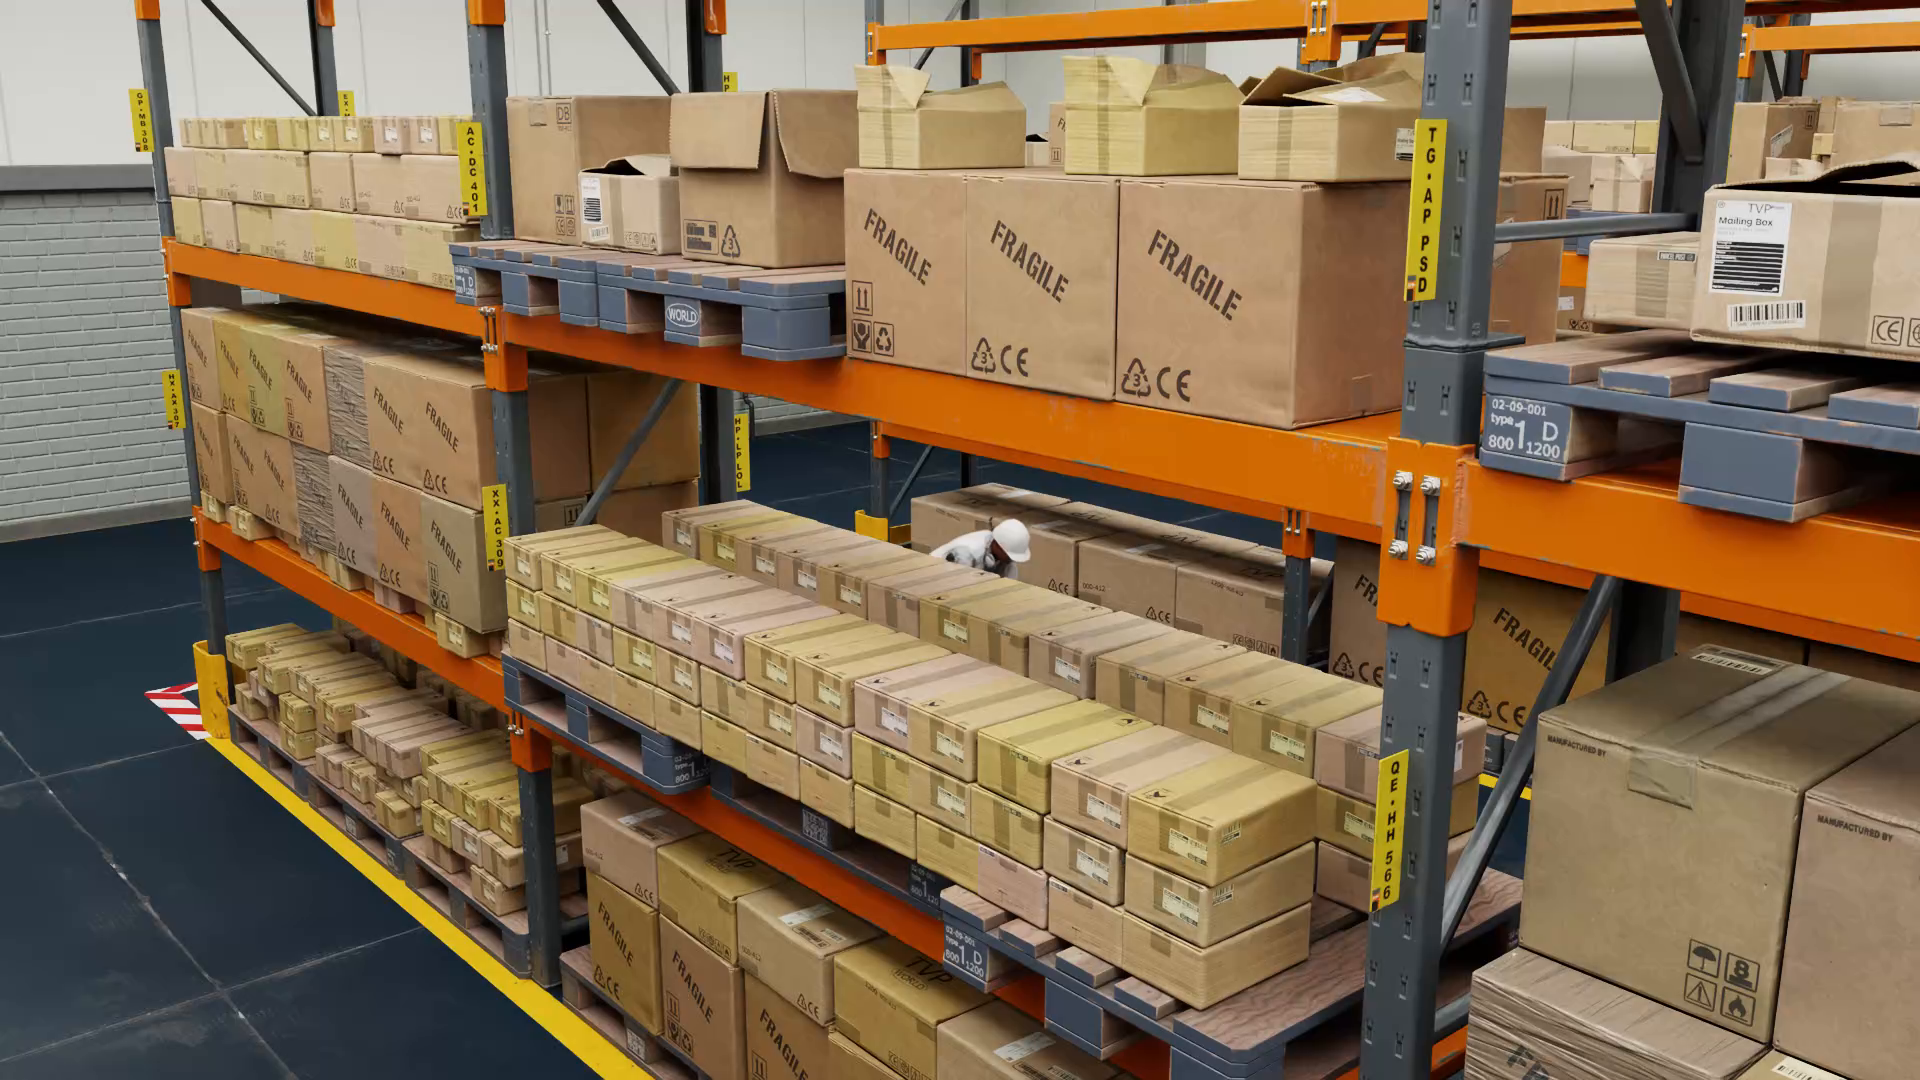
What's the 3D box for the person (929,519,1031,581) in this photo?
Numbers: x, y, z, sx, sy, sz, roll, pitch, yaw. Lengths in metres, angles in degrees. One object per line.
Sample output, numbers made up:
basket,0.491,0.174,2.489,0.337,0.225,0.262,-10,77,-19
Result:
person,0.082,0.318,10.746,0.522,1.024,0.861,-13,19,-41
